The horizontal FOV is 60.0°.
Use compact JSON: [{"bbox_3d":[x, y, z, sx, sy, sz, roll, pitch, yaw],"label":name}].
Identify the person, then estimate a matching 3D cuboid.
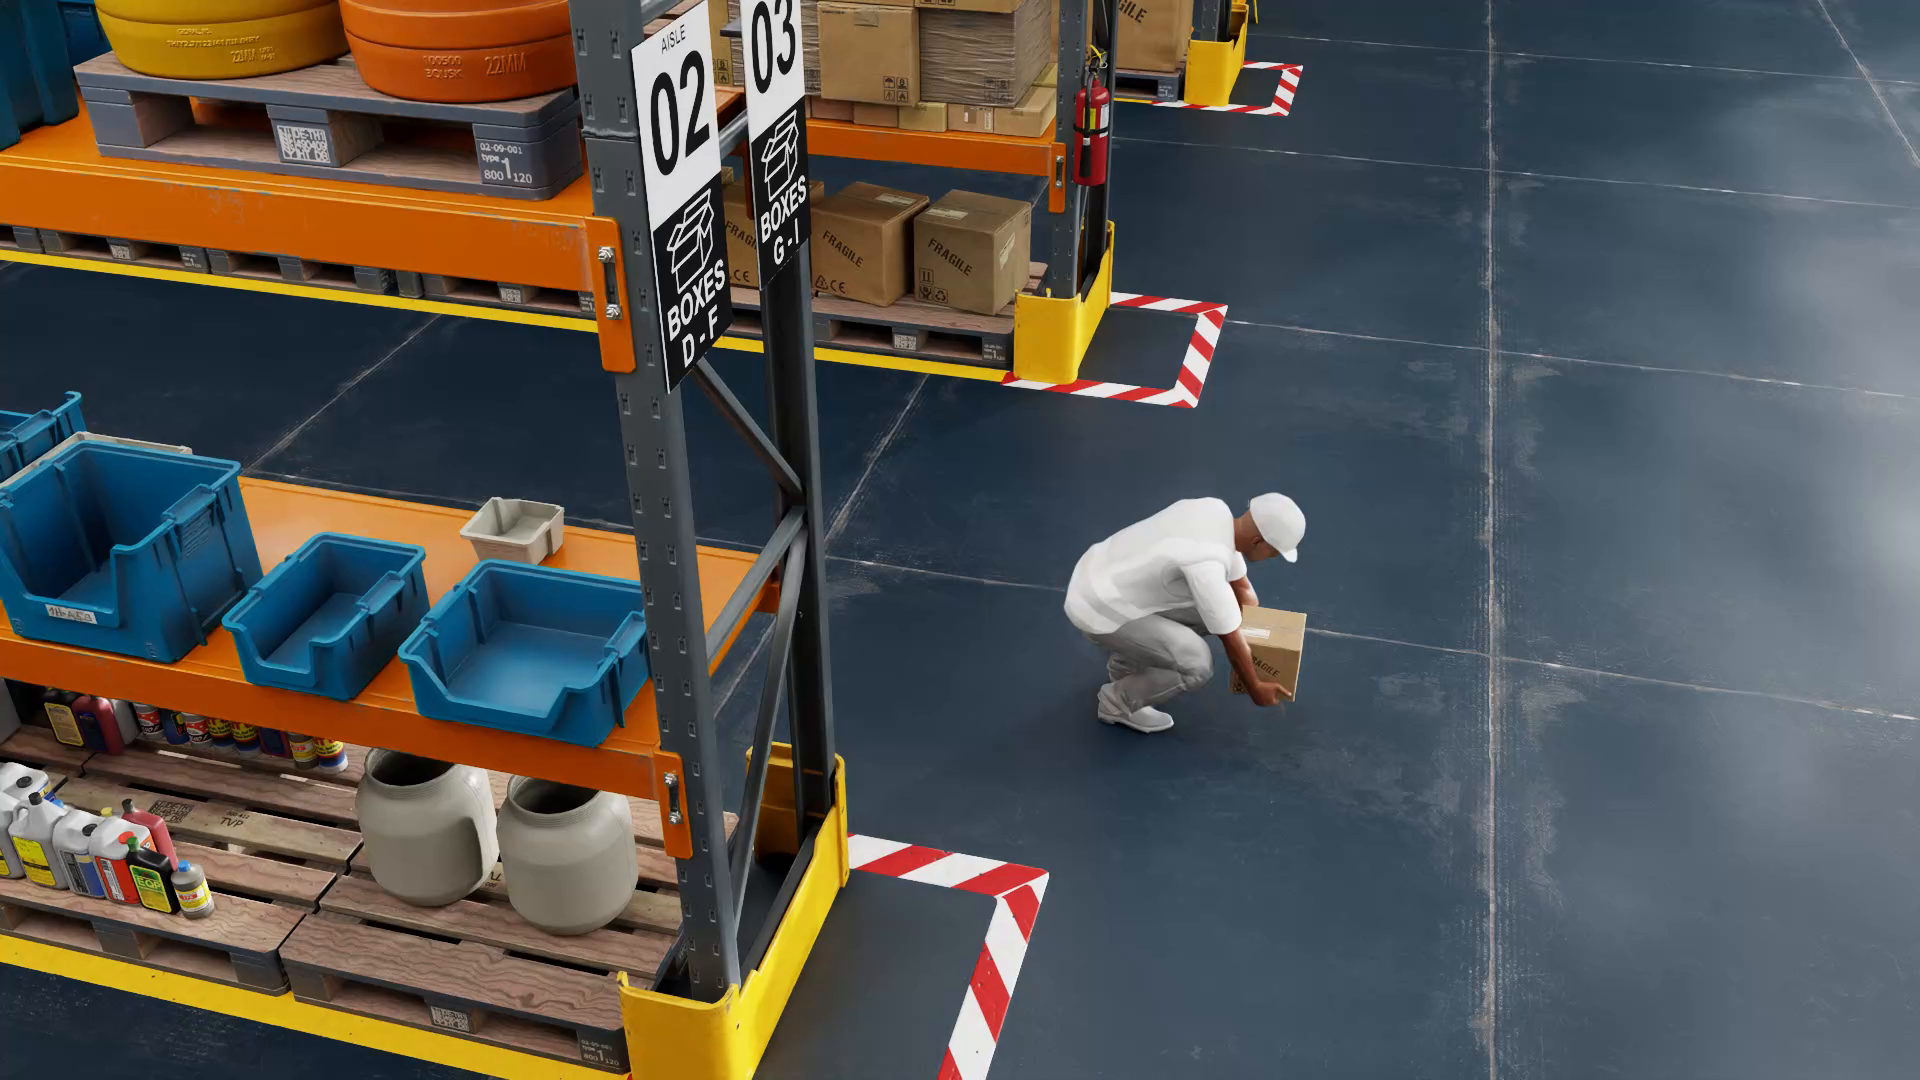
[{"bbox_3d":[0.874,0.234,6.462,0.912,1.008,0.541,7,33,11],"label":"person"}]
